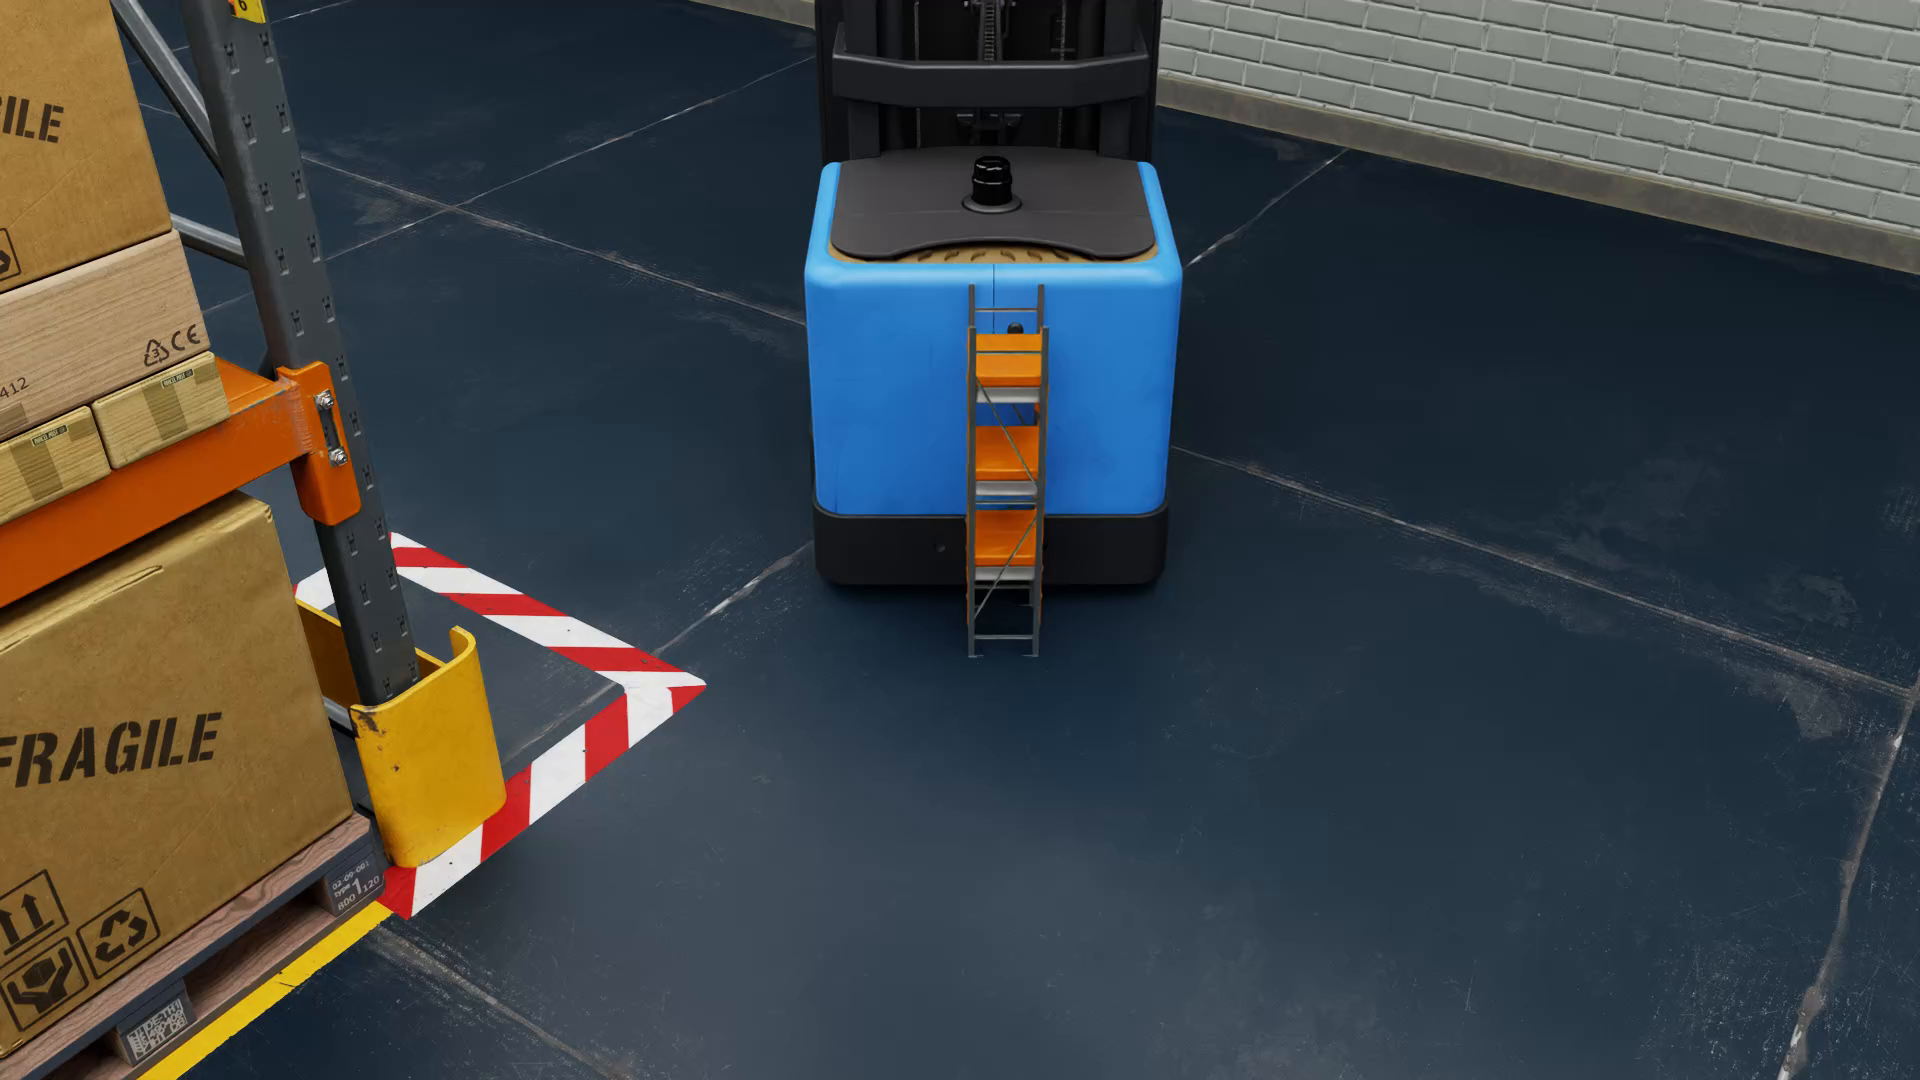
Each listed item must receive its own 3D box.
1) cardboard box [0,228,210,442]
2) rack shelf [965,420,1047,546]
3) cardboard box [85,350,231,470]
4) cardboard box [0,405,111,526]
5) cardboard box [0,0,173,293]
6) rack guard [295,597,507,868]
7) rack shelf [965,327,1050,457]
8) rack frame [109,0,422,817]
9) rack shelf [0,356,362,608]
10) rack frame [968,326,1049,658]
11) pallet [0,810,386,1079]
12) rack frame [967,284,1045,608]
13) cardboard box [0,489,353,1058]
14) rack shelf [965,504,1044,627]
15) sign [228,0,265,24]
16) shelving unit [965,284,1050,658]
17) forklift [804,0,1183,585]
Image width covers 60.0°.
[{"bbox_3d":[-1.787,-0.434,3.082,0.500,0.250,0.500,21,39,27],"label":"cardboard box"},{"bbox_3d":[0.123,-0.159,4.567,0.215,0.259,0.240,0,34,0],"label":"rack shelf"},{"bbox_3d":[-1.661,-0.307,3.251,0.380,0.149,0.250,22,40,29],"label":"cardboard box"},{"bbox_3d":[-1.808,-0.187,3.073,0.380,0.149,0.250,22,40,29],"label":"cardboard box"},{"bbox_3d":[-1.791,-0.744,2.871,0.500,0.500,0.500,22,40,29],"label":"cardboard box"},{"bbox_3d":[-1.715,0.344,4.295,1.175,0.500,0.348,21,39,28],"label":"rack guard"},{"bbox_3d":[0.123,-0.394,4.408,0.215,0.259,0.240,0,34,0],"label":"rack shelf"},{"bbox_3d":[-1.729,-0.680,3.578,1.000,3.000,0.127,21,39,28],"label":"rack frame"},{"bbox_3d":[-2.869,0.538,2.419,1.077,0.370,4.000,21,39,28],"label":"rack shelf"},{"bbox_3d":[0.124,-0.099,4.460,0.200,1.050,0.008,0,34,0],"label":"rack frame"},{"bbox_3d":[-2.120,0.868,3.778,1.003,0.211,1.213,21,39,28],"label":"pallet"},{"bbox_3d":[0.122,-0.236,4.662,0.200,1.050,0.008,0,34,0],"label":"rack frame"},{"bbox_3d":[-2.028,0.346,3.583,0.875,0.875,0.875,21,39,28],"label":"cardboard box"},{"bbox_3d":[0.123,0.071,4.723,0.215,0.259,0.240,0,34,0],"label":"rack shelf"},{"bbox_3d":[-1.291,-1.078,2.922,0.100,0.325,0.005,21,39,28],"label":"sign"},{"bbox_3d":[0.123,-0.168,4.561,0.215,1.050,0.252,0,34,0],"label":"shelving unit"},{"bbox_3d":[0.086,-1.870,5.399,1.130,2.935,3.031,0,34,0],"label":"forklift"}]
